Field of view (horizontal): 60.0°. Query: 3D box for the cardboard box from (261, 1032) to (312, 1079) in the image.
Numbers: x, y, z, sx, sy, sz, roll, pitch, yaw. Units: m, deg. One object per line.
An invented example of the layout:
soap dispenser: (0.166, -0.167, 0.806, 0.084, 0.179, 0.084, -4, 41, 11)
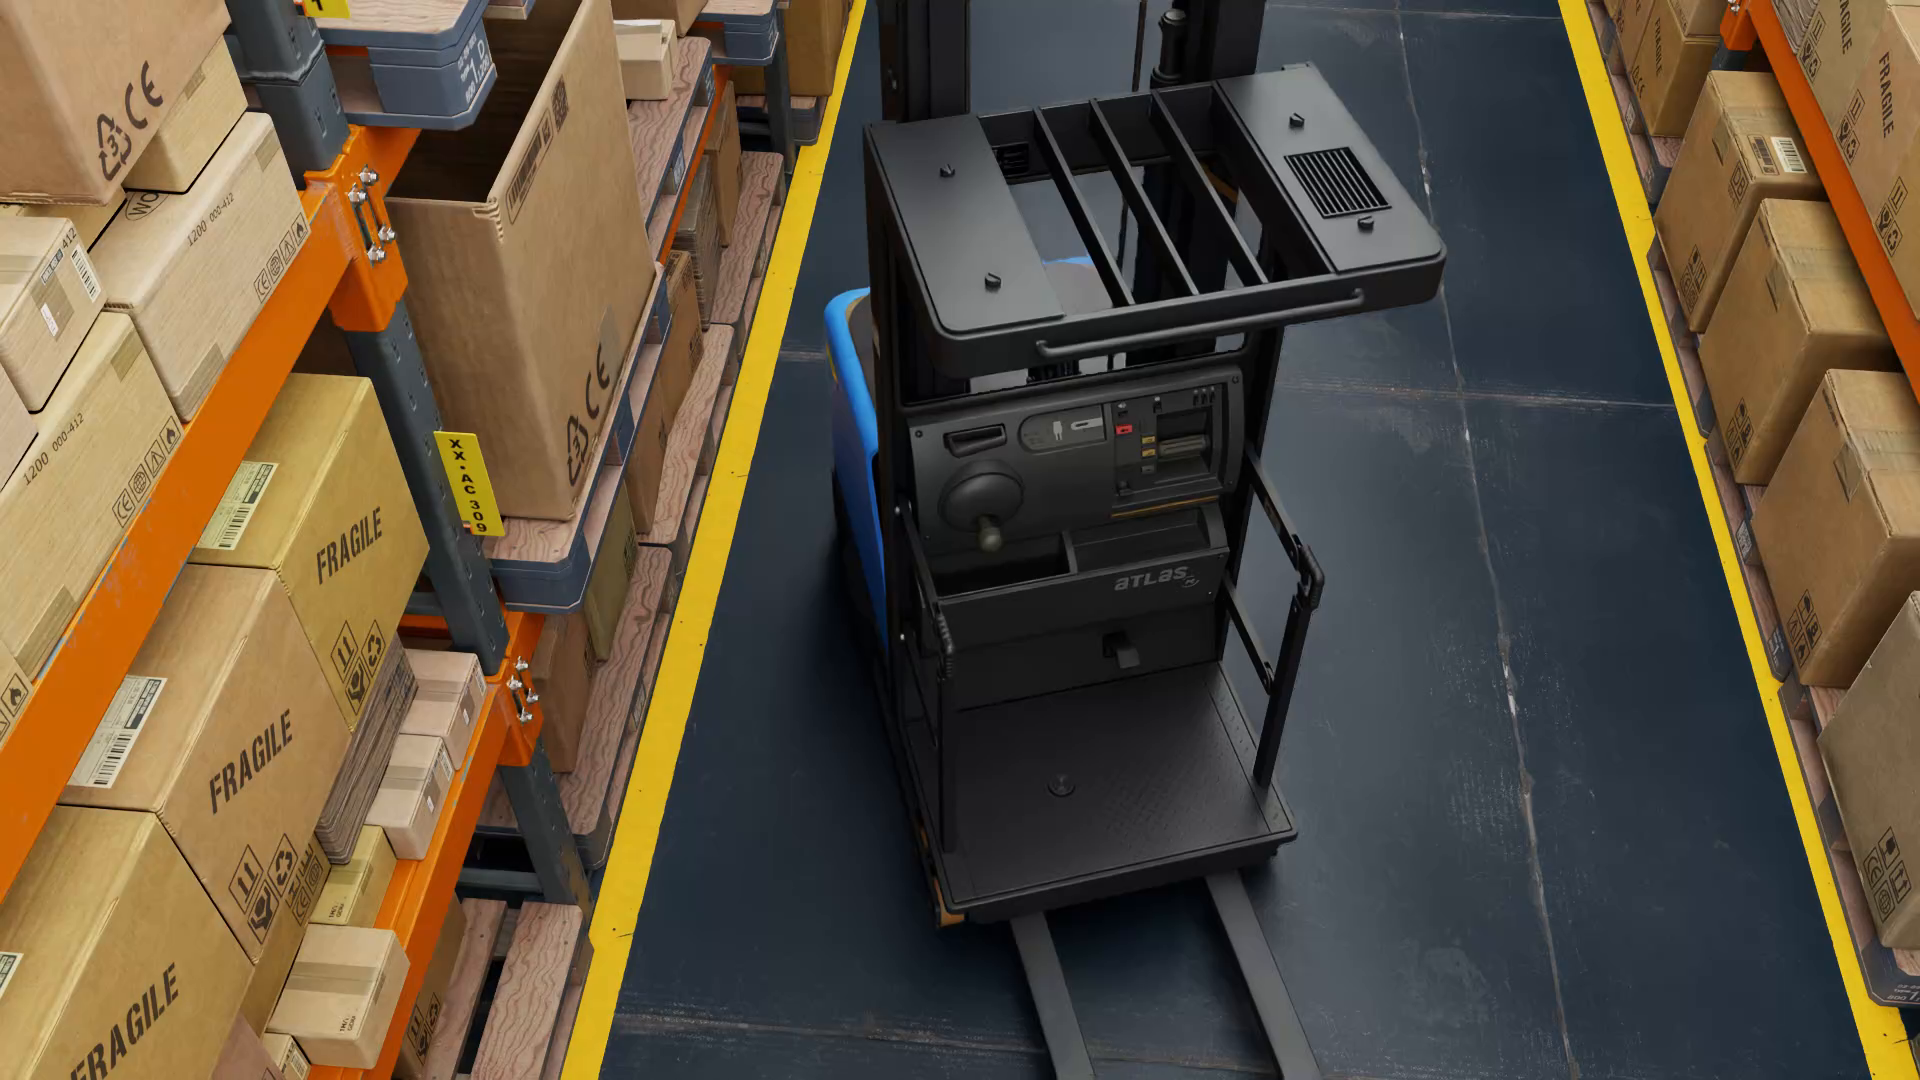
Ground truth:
cardboard box: (-1.554, 1.130, 3.354, 0.380, 0.149, 0.250, 4, 48, 4)

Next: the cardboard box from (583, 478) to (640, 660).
cardboard box: (-1.506, 0.035, 5.581, 0.700, 0.500, 0.500, 4, 48, 3)

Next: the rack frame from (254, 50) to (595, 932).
rack frame: (-1.646, 0.138, 4.091, 1.000, 3.000, 0.127, 4, 48, 4)

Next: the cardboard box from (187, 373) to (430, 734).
cardboard box: (-1.413, 0.016, 3.256, 0.500, 0.500, 0.500, 4, 48, 4)

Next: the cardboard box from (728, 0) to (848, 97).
cardboard box: (-1.198, -2.731, 7.871, 1.225, 0.875, 0.875, 2, 48, 2)

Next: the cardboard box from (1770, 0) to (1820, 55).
cardboard box: (3.339, -2.115, 6.084, 0.500, 0.500, 0.500, 4, 48, 4)

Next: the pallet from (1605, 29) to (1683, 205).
pallet: (3.721, -2.026, 7.960, 1.003, 0.211, 1.213, 4, 48, 4)

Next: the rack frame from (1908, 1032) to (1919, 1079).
rack frame: (3.284, 0.546, 3.718, 1.000, 3.000, 0.127, 4, 48, 4)

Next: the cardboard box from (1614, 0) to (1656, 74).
cardboard box: (3.499, -2.574, 7.981, 0.500, 0.500, 0.500, 6, 48, 5)

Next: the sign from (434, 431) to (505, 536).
sign: (-1.105, -0.123, 3.743, 0.100, 0.325, 0.005, 4, 48, 4)

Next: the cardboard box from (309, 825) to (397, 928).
cardboard box: (-1.488, 0.764, 3.689, 0.380, 0.149, 0.250, 4, 48, 4)

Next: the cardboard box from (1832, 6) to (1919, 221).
cardboard box: (3.249, -1.371, 5.403, 0.500, 0.500, 0.500, 4, 48, 3)

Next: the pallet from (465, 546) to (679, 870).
pallet: (-1.577, 0.507, 5.643, 1.003, 0.211, 1.213, 4, 48, 4)

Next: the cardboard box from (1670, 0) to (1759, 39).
cardboard box: (3.450, -2.465, 7.373, 0.500, 0.250, 0.500, 3, 48, 3)

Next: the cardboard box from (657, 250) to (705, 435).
cardboard box: (-1.405, -0.787, 6.333, 0.700, 0.500, 0.500, 7, 48, 7)

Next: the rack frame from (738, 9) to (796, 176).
rack frame: (-1.282, -2.801, 6.779, 1.000, 3.000, 0.127, 4, 48, 4)

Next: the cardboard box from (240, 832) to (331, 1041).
cardboard box: (-1.829, 0.696, 3.311, 0.875, 0.500, 0.500, 4, 48, 4)

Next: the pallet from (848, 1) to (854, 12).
pallet: (-1.021, -3.328, 9.151, 1.003, 0.211, 1.213, 4, 48, 4)

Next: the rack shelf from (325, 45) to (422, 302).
rack shelf: (-1.464, -2.101, 4.593, 1.077, 0.370, 4.000, 4, 48, 4)

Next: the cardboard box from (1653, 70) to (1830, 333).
cardboard box: (3.504, -1.334, 6.678, 1.050, 0.750, 0.750, 3, 48, 3)

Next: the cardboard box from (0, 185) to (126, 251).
cardboard box: (-1.503, -0.509, 2.482, 0.380, 0.149, 0.250, 4, 48, 4)

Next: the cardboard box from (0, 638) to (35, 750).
cardboard box: (-1.527, 0.287, 2.024, 0.500, 0.250, 0.500, 4, 48, 3)

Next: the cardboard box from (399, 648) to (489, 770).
cardboard box: (-1.373, 0.401, 4.021, 0.380, 0.149, 0.250, 4, 48, 4)

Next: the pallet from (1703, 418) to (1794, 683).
pallet: (3.388, 0.016, 6.092, 1.003, 0.211, 1.213, 4, 48, 4)

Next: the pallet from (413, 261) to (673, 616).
pallet: (-1.432, -0.349, 4.666, 1.003, 0.211, 1.213, 4, 48, 4)

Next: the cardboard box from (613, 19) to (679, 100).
cardboard box: (-1.165, -1.654, 5.536, 0.396, 0.266, 0.258, 3, 48, 2)

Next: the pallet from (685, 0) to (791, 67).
pallet: (-1.240, -2.205, 6.364, 1.213, 0.211, 1.003, 4, 48, 4)

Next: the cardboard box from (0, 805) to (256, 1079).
cardboard box: (-1.504, 0.751, 2.584, 0.500, 0.500, 0.500, 4, 48, 4)

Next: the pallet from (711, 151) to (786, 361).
pallet: (-1.354, -1.286, 7.283, 1.003, 0.211, 1.213, 4, 48, 4)

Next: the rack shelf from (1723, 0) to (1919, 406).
rack shelf: (3.466, -0.681, 5.327, 1.077, 0.370, 4.000, 4, 48, 4)

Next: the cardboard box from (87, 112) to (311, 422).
cardboard box: (-1.428, -0.471, 2.717, 0.500, 0.250, 0.500, 5, 48, 5)

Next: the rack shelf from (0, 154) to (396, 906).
rack shelf: (-1.828, 0.838, 1.905, 1.077, 0.370, 4.000, 4, 48, 4)

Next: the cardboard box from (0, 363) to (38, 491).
cardboard box: (-1.439, -0.115, 2.121, 0.380, 0.149, 0.250, 3, 48, 2)

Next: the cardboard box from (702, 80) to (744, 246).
cardboard box: (-1.323, -1.612, 7.088, 0.700, 0.500, 0.500, 2, 48, 1)

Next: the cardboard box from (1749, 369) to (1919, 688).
cardboard box: (3.343, -0.007, 5.464, 1.050, 0.750, 0.750, 4, 48, 4)

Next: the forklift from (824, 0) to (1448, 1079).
forklift: (0.378, -0.118, 4.371, 1.130, 2.935, 3.031, -10, 48, -9)
